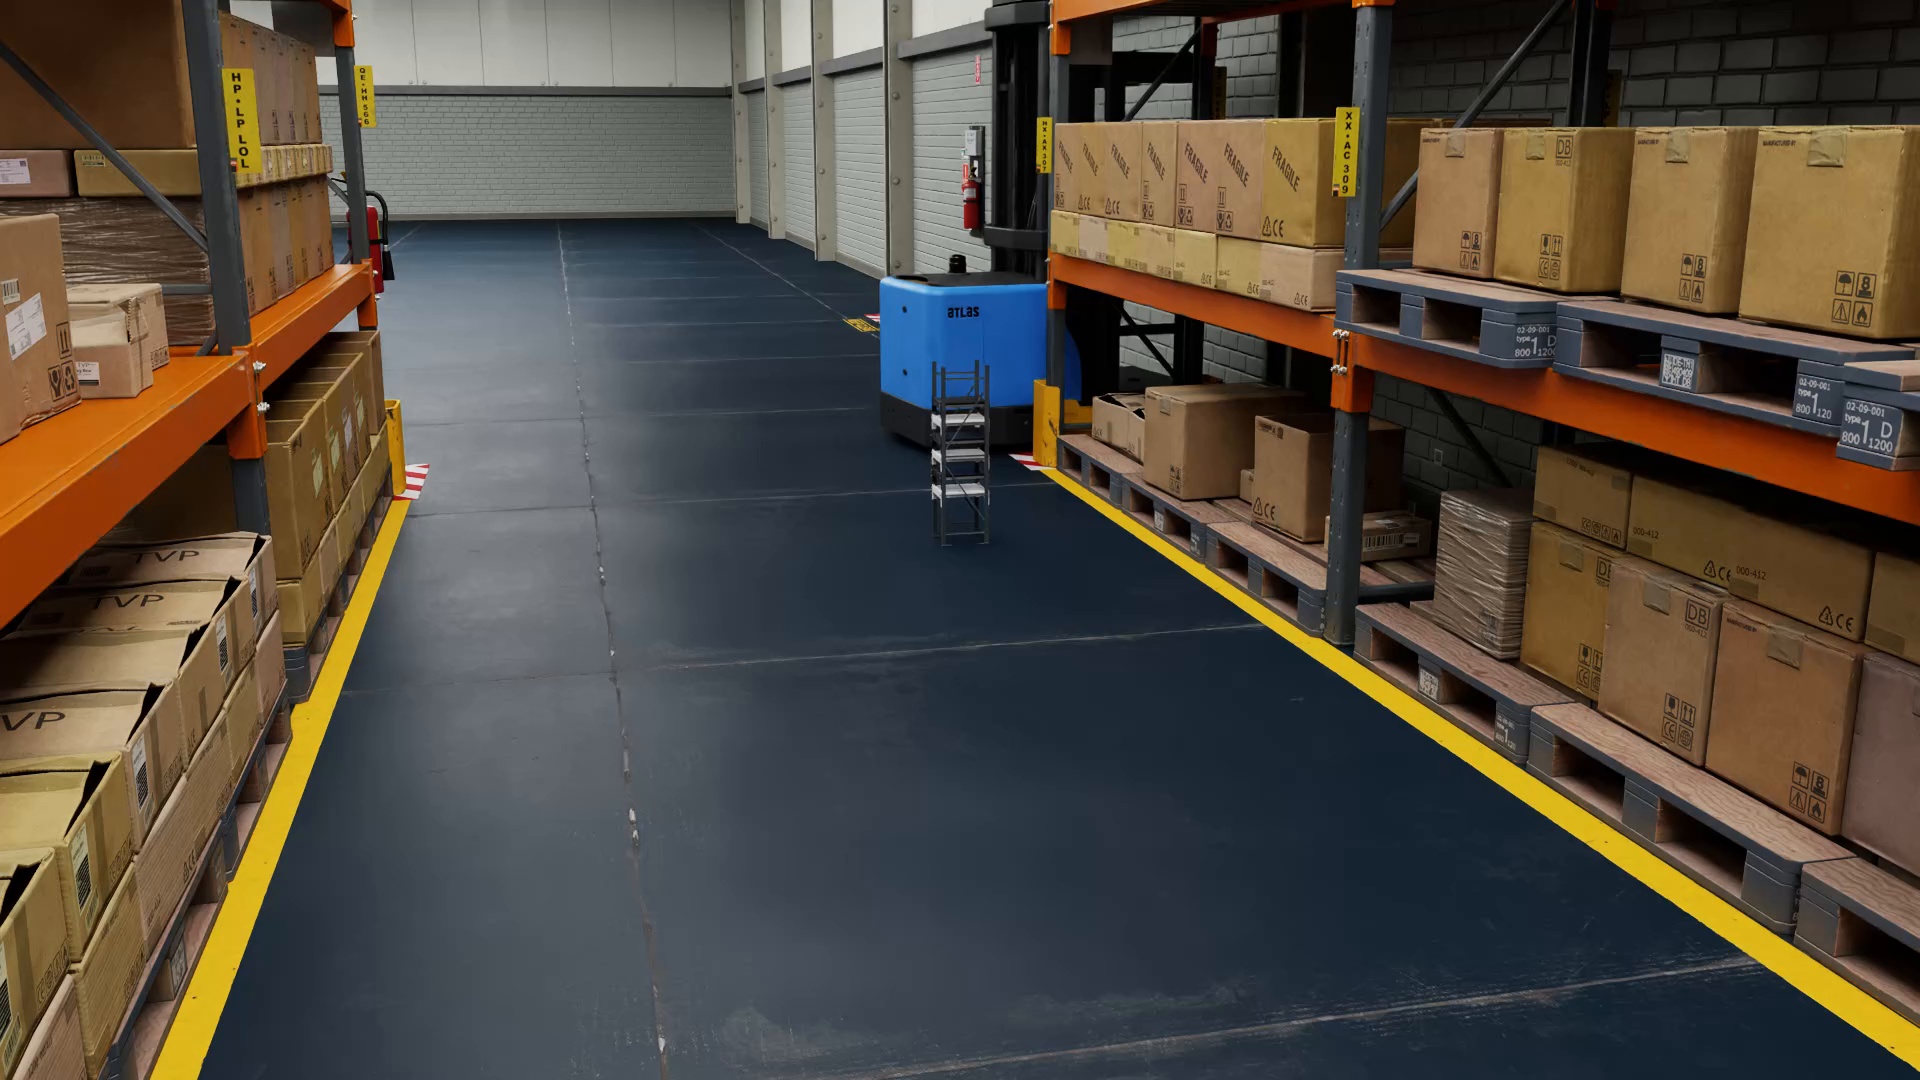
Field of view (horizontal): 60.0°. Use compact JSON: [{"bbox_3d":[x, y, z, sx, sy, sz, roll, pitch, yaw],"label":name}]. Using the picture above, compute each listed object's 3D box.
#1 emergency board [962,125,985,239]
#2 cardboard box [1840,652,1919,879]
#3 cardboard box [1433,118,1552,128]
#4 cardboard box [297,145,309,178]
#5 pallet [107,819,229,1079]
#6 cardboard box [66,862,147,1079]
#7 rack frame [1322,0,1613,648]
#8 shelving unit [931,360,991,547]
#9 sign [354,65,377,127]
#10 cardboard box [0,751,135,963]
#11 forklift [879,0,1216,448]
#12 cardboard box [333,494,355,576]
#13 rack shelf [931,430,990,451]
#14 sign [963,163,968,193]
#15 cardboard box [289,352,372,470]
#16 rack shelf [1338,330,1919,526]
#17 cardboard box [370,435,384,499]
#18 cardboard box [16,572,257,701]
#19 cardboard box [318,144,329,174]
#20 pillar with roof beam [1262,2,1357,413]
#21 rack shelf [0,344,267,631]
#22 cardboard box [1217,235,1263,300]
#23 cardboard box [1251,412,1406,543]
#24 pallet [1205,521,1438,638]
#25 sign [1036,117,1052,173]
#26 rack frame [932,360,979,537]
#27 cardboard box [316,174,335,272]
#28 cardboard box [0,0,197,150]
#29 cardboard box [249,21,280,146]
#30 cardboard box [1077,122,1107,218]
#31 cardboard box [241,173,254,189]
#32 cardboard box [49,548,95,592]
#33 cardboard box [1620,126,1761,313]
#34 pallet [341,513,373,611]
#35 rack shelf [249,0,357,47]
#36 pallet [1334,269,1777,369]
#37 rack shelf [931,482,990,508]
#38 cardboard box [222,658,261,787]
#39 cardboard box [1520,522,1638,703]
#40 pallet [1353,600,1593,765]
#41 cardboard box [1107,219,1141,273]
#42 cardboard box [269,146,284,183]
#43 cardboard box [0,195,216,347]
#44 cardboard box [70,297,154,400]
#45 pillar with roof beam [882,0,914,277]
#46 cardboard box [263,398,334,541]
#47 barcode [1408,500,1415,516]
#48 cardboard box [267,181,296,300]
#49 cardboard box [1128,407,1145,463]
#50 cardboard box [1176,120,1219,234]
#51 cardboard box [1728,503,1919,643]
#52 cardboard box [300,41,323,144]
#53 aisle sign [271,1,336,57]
[{"bbox_3d":[0.091,-3.833,17.797,0.194,1.169,0.643,-3,14,-13],"label":"emergency board"},{"bbox_3d":[2.689,0.567,4.124,0.700,0.500,0.500,-3,14,-13],"label":"cardboard box"},{"bbox_3d":[2.070,-1.489,6.894,0.500,0.500,0.500,-4,14,-14],"label":"cardboard box"},{"bbox_3d":[-3.259,-1.761,7.739,0.380,0.149,0.250,-3,14,-11],"label":"cardboard box"},{"bbox_3d":[-2.335,1.014,3.832,1.003,0.211,1.213,-3,14,-13],"label":"pallet"},{"bbox_3d":[-1.981,0.891,3.367,0.500,0.250,0.500,-4,14,-15],"label":"cardboard box"},{"bbox_3d":[1.978,-1.067,6.476,1.000,3.000,0.127,-3,14,-13],"label":"rack frame"},{"bbox_3d":[0.002,-0.435,8.313,0.258,0.900,0.210,-3,14,-13],"label":"shelving unit"},{"bbox_3d":[-3.245,-2.418,9.064,0.100,0.325,0.005,-3,14,-13],"label":"sign"},{"bbox_3d":[-1.984,0.616,3.313,0.500,0.311,0.500,-4,14,-15],"label":"cardboard box"},{"bbox_3d":[1.020,-2.179,11.169,3.031,2.935,1.130,-6,15,-21],"label":"forklift"},{"bbox_3d":[-2.876,-0.014,7.072,0.500,0.250,0.500,-3,14,-13],"label":"cardboard box"},{"bbox_3d":[0.002,-0.490,8.299,0.258,0.077,0.200,-3,14,-13],"label":"rack shelf"},{"bbox_3d":[0.062,-3.984,18.338,0.001,0.329,0.234,-3,14,-13],"label":"sign"},{"bbox_3d":[-3.112,-0.609,7.927,0.500,0.500,0.500,-3,14,-13],"label":"cardboard box"},{"bbox_3d":[2.448,-0.257,4.673,1.077,0.370,4.000,-3,14,-13],"label":"rack shelf"},{"bbox_3d":[-3.234,-0.360,8.487,0.500,0.250,0.500,-3,14,-13],"label":"cardboard box"},{"bbox_3d":[-2.334,0.266,4.745,0.500,0.311,0.500,-3,14,-12],"label":"cardboard box"},{"bbox_3d":[-3.438,-1.939,8.466,0.380,0.149,0.250,-3,14,-12],"label":"cardboard box"},{"bbox_3d":[-2.141,-4.551,8.095,9.100,9.000,0.400,-3,14,-13],"label":"pillar with roof beam"},{"bbox_3d":[-2.367,0.020,3.539,1.077,0.370,4.000,-3,14,-13],"label":"rack shelf"},{"bbox_3d":[1.463,-1.212,7.342,0.500,0.250,0.500,-3,14,-13],"label":"cardboard box"},{"bbox_3d":[1.695,-0.304,7.691,0.500,0.500,0.500,-4,14,-17],"label":"cardboard box"},{"bbox_3d":[1.786,0.134,7.433,1.003,0.211,1.213,-3,14,-13],"label":"pallet"},{"bbox_3d":[0.511,-2.380,10.026,0.100,0.325,0.005,-3,14,-13],"label":"sign"},{"bbox_3d":[-0.022,-0.459,8.409,0.240,0.900,0.006,-3,14,-13],"label":"rack frame"},{"bbox_3d":[-3.679,-1.653,8.664,0.700,0.500,0.500,-3,14,-13],"label":"cardboard box"},{"bbox_3d":[-2.947,-1.571,5.594,0.700,0.500,0.500,-3,14,-13],"label":"cardboard box"},{"bbox_3d":[-3.300,-1.919,7.015,0.700,0.500,0.500,-3,14,-13],"label":"cardboard box"},{"bbox_3d":[0.965,-2.050,9.191,0.500,0.500,0.500,-3,14,-13],"label":"cardboard box"},{"bbox_3d":[-2.896,-1.405,6.279,0.380,0.149,0.250,-3,14,-14],"label":"cardboard box"},{"bbox_3d":[-2.982,0.178,5.105,0.500,0.311,0.500,-3,14,-13],"label":"cardboard box"},{"bbox_3d":[2.373,-0.931,4.779,0.700,0.500,0.500,-1,14,-5],"label":"cardboard box"},{"bbox_3d":[-3.273,0.096,7.588,1.003,0.211,1.213,-3,14,-13],"label":"pallet"},{"bbox_3d":[-3.306,-2.359,6.960,1.077,0.370,4.000,-3,14,-13],"label":"rack shelf"},{"bbox_3d":[2.016,-0.790,5.744,1.003,0.211,1.213,-3,14,-13],"label":"pallet"},{"bbox_3d":[0.002,-0.228,8.363,0.258,0.077,0.200,-3,14,-13],"label":"rack shelf"},{"bbox_3d":[-2.340,0.538,4.815,0.500,0.250,0.500,-4,14,-14],"label":"cardboard box"},{"bbox_3d":[2.337,0.218,5.553,0.700,0.500,0.500,-4,14,-14],"label":"cardboard box"},{"bbox_3d":[2.162,0.467,6.072,1.003,0.211,1.213,-3,14,-13],"label":"pallet"},{"bbox_3d":[1.094,-1.560,8.766,0.500,0.250,0.500,-4,14,-14],"label":"cardboard box"},{"bbox_3d":[-3.079,-1.584,7.013,0.380,0.149,0.250,-3,14,-14],"label":"cardboard box"},{"bbox_3d":[-2.947,-0.941,5.748,0.700,0.500,0.500,-4,14,-15],"label":"cardboard box"},{"bbox_3d":[-2.451,-0.533,4.570,0.396,0.266,0.258,-4,14,-15],"label":"cardboard box"},{"bbox_3d":[-4.959,-7.320,19.426,9.100,9.000,0.400,-3,14,-13],"label":"pillar with roof beam"},{"bbox_3d":[-2.766,-0.262,6.509,0.500,0.500,0.500,-3,14,-13],"label":"cardboard box"},{"bbox_3d":[2.070,-0.144,7.625,0.001,0.075,0.075,-3,14,-13],"label":"barcode"},{"bbox_3d":[-3.312,-1.296,7.202,0.700,0.500,0.500,-3,14,-11],"label":"cardboard box"},{"bbox_3d":[1.247,-0.602,9.308,0.500,0.311,0.500,-2,14,-9],"label":"cardboard box"},{"bbox_3d":[1.336,-1.692,7.726,0.500,0.500,0.500,-4,14,-15],"label":"cardboard box"},{"bbox_3d":[2.499,0.075,4.559,0.500,0.250,0.500,-3,14,-13],"label":"cardboard box"},{"bbox_3d":[-3.666,-2.271,8.460,0.700,0.500,0.500,-3,14,-13],"label":"cardboard box"},{"bbox_3d":[-3.506,-3.008,8.940,0.394,0.787,0.004,-3,14,-13],"label":"aisle sign"}]
